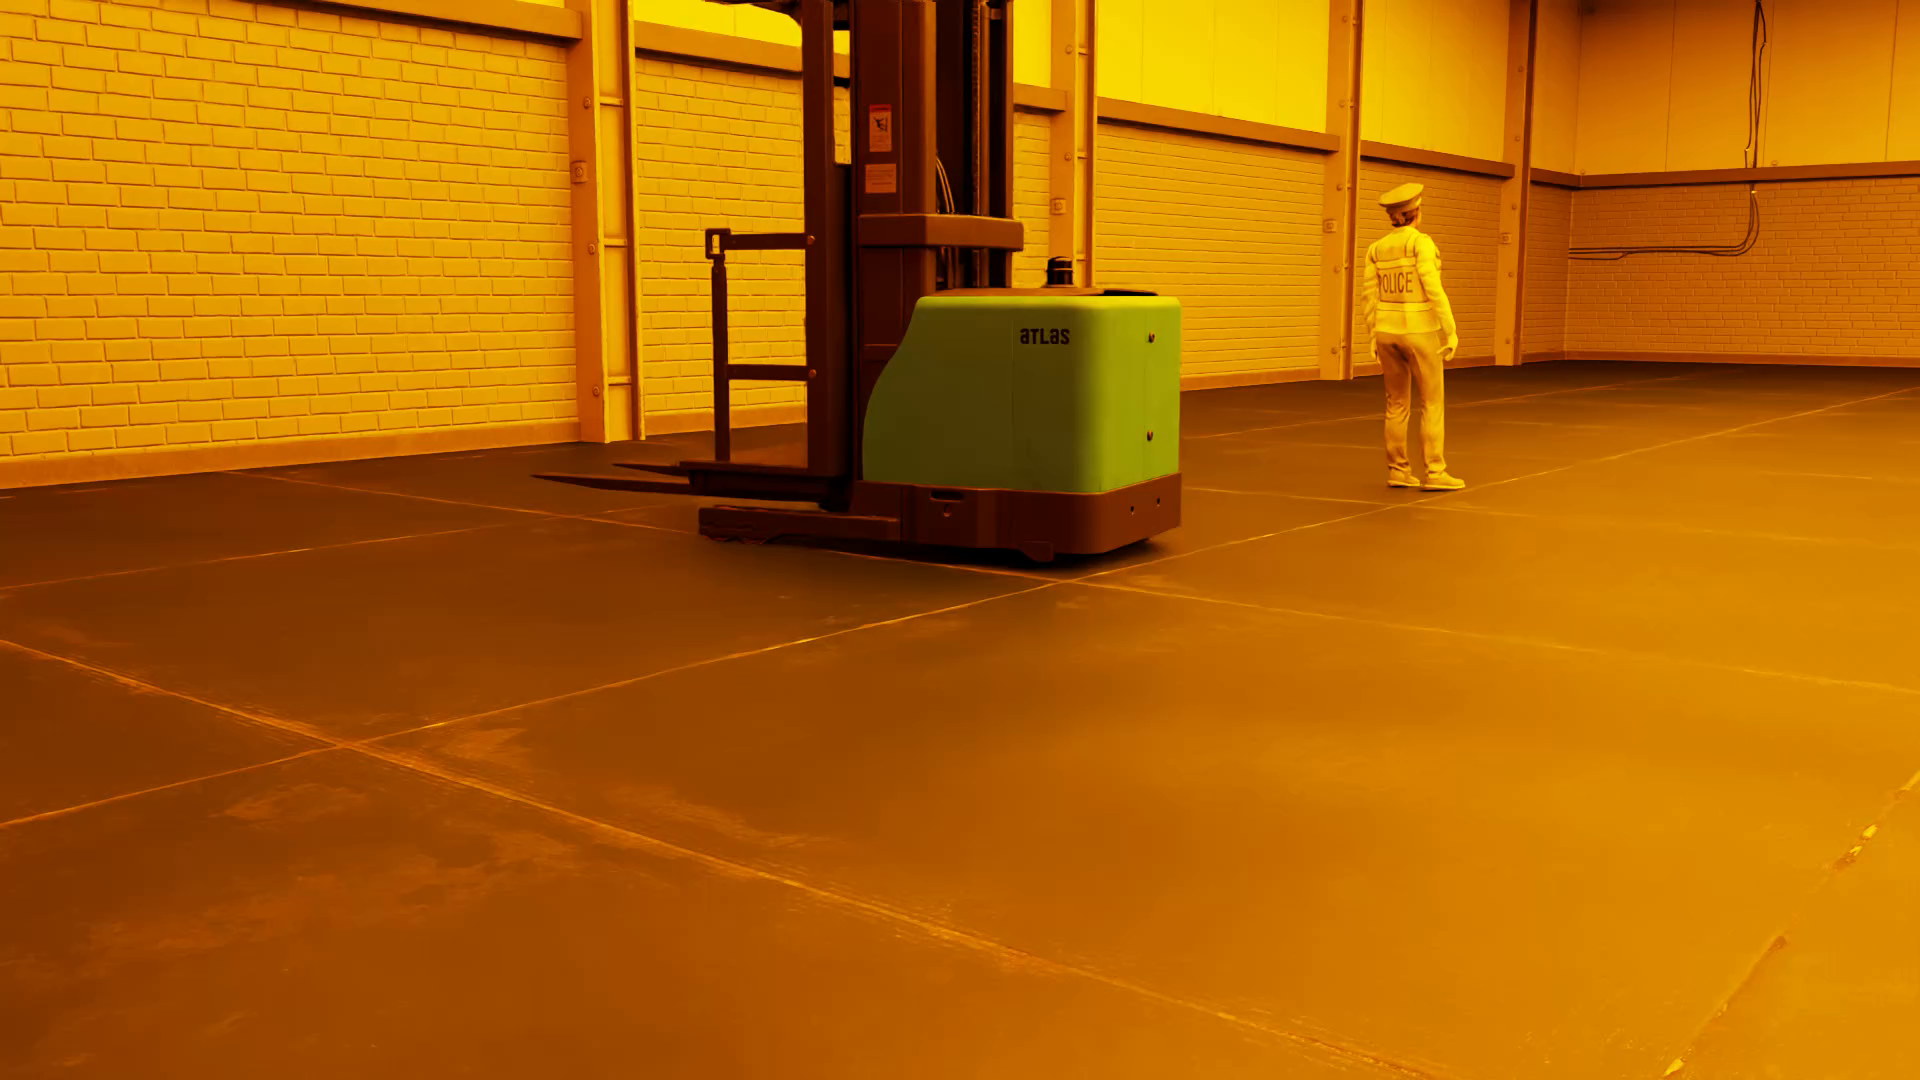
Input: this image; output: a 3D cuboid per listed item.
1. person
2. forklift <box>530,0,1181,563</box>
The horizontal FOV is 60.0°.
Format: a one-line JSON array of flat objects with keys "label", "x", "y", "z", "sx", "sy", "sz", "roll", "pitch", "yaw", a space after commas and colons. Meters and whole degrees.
[{"label": "person", "x": 2.535, "y": -1.127, "z": 9.297, "sx": 0.467, "sy": 1.708, "sz": 0.571, "roll": -6, "pitch": 10, "yaw": -36}, {"label": "forklift", "x": -0.576, "y": -1.485, "z": 7.429, "sx": 3.031, "sy": 2.935, "sz": 1.130, "roll": 4, "pitch": 9, "yaw": 27}]
